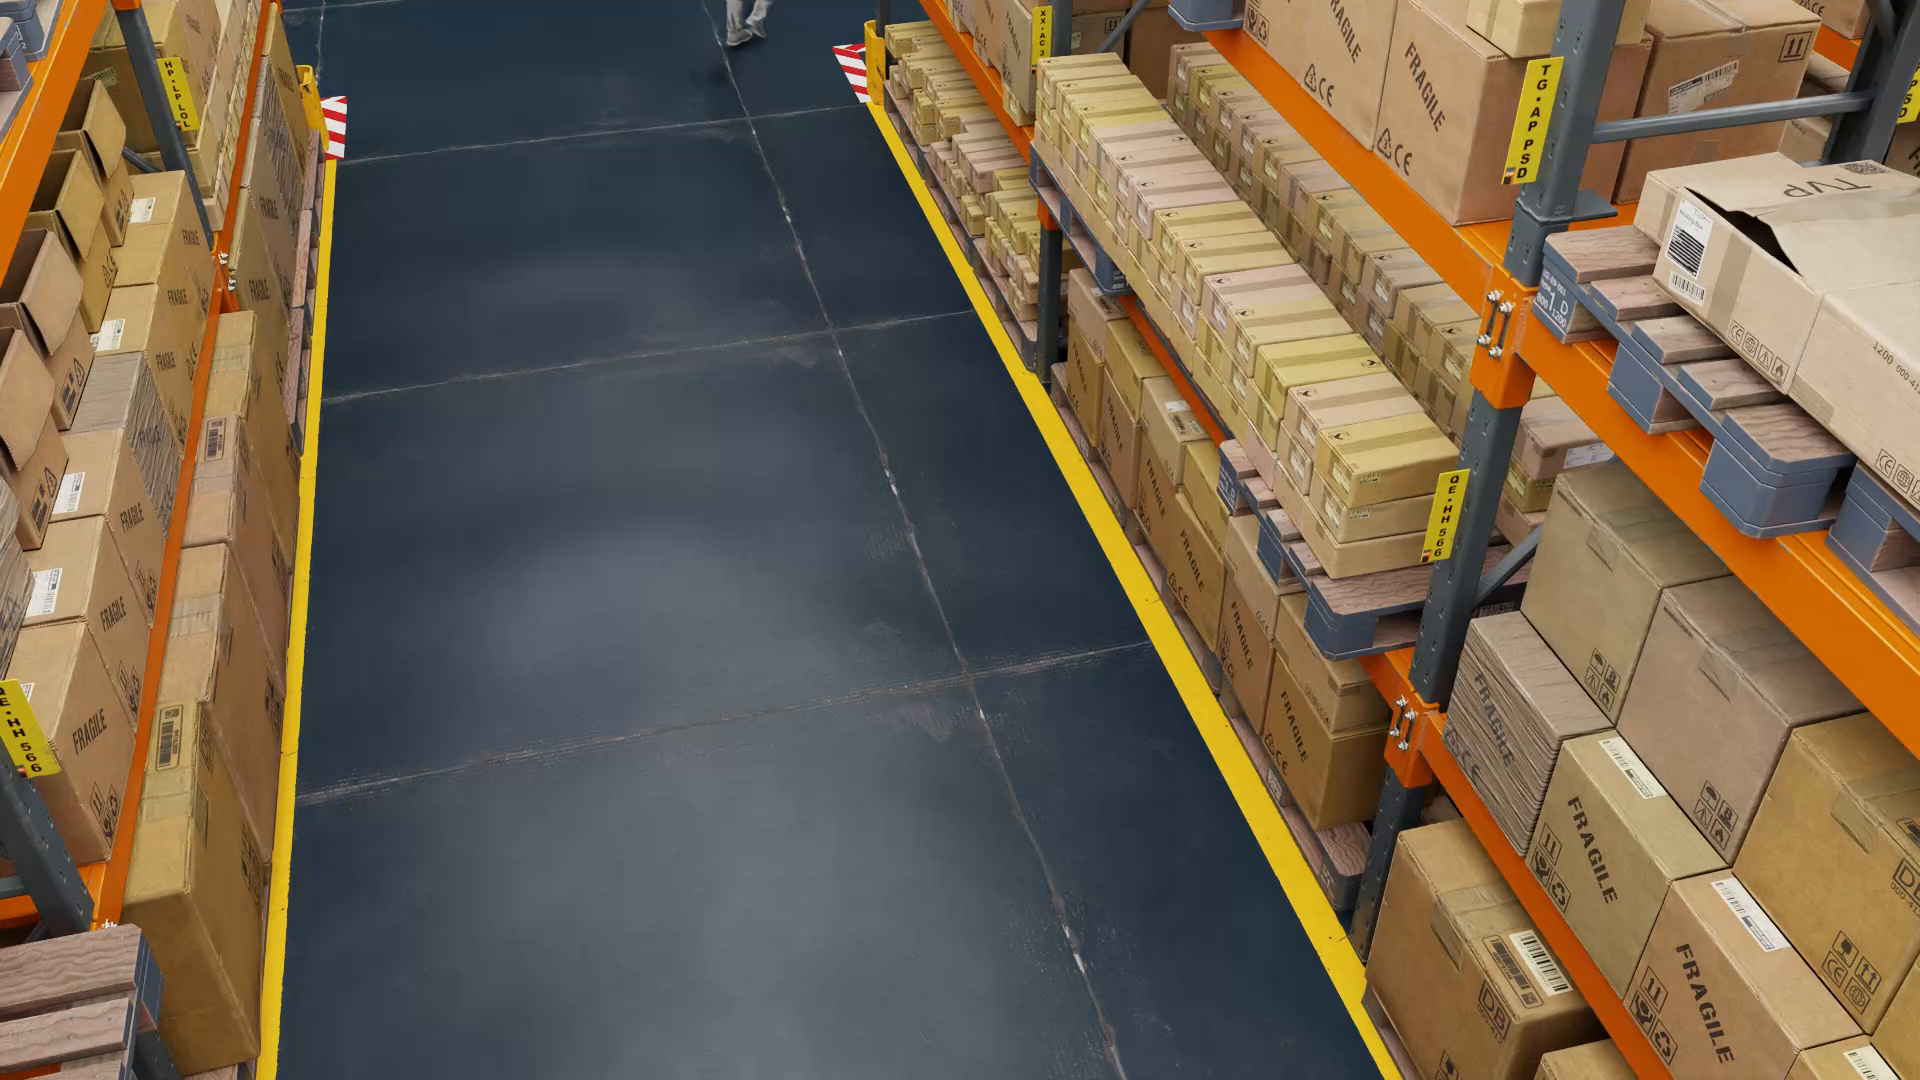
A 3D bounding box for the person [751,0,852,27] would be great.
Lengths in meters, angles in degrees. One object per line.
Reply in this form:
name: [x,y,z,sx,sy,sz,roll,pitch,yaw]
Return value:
person: [-1.192,-4.623,12.545,0.861,1.625,0.535,-25,45,-28]
